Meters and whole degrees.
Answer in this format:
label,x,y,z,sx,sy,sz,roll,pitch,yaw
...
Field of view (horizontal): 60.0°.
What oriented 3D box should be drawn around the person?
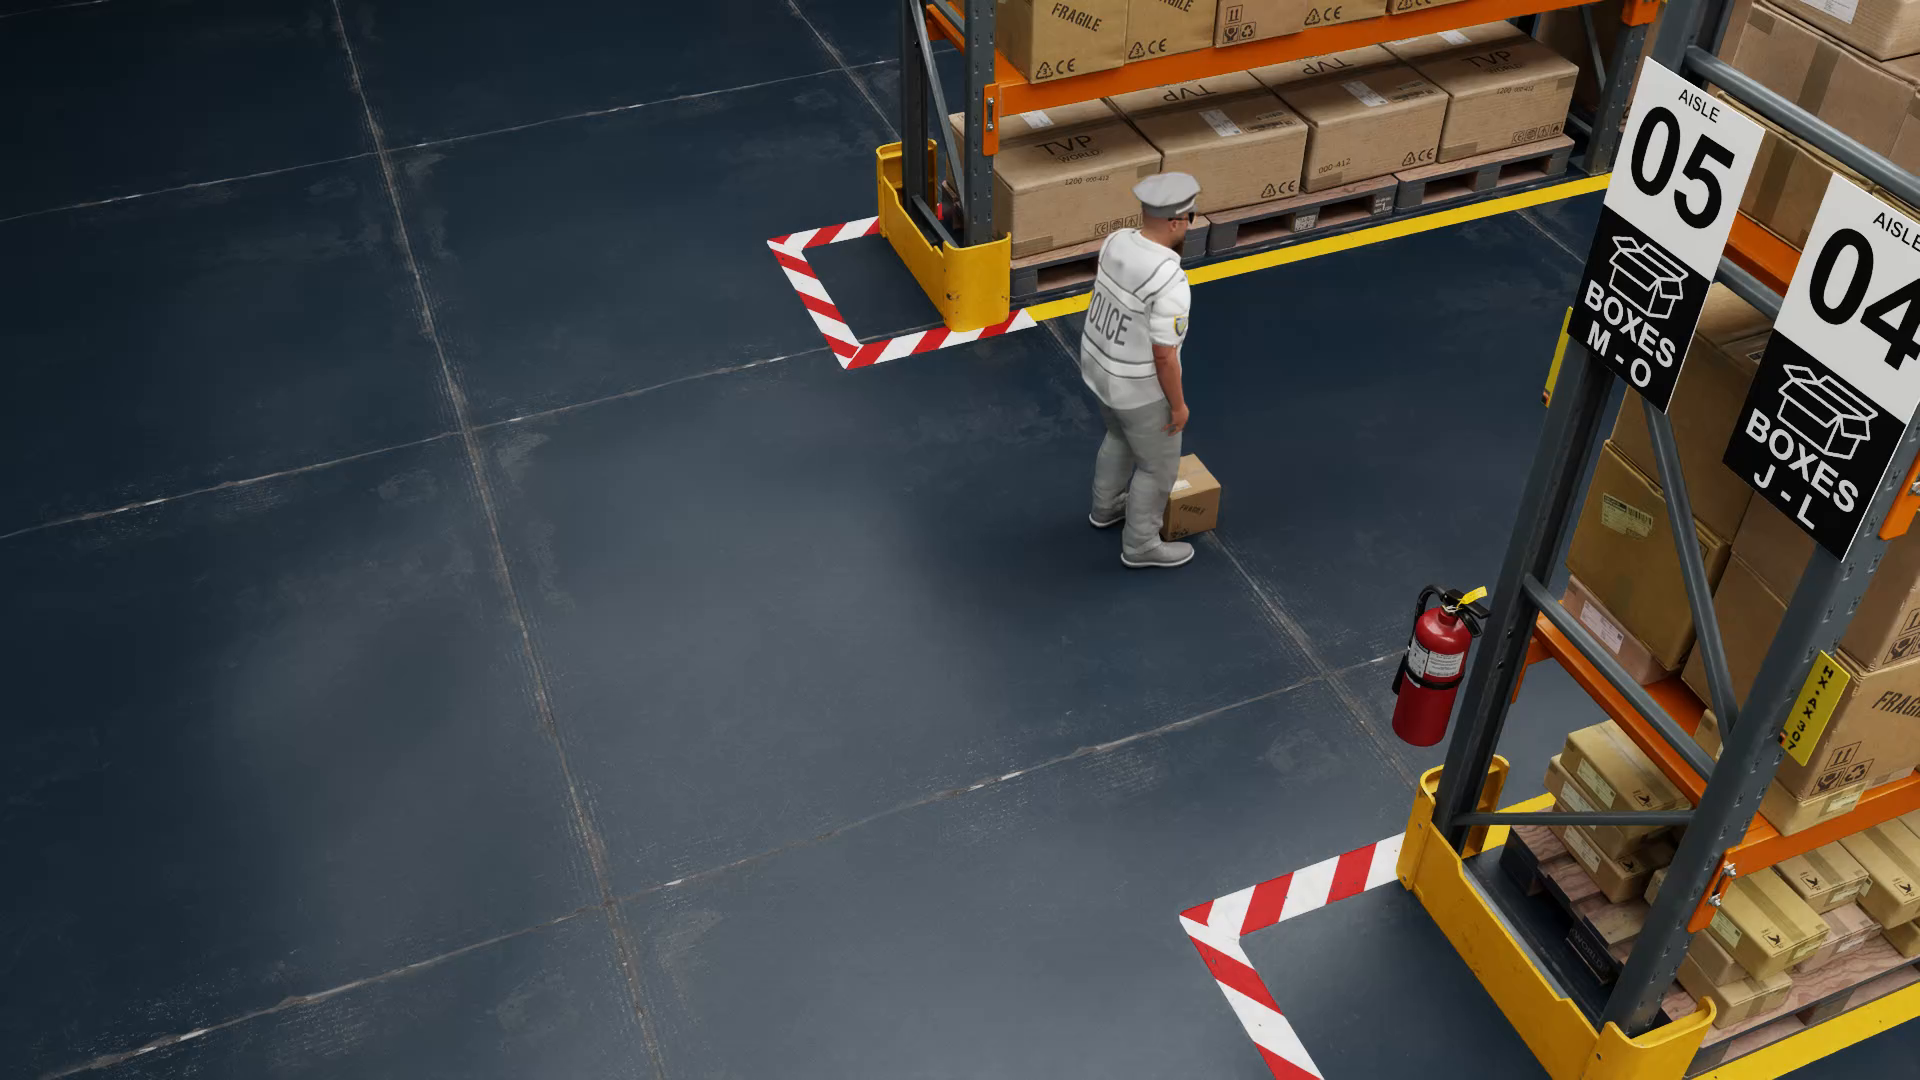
label,x,y,z,sx,sy,sz,roll,pitch,yaw
person,0.741,-0.680,6.923,0.439,1.747,0.596,-18,44,-19
